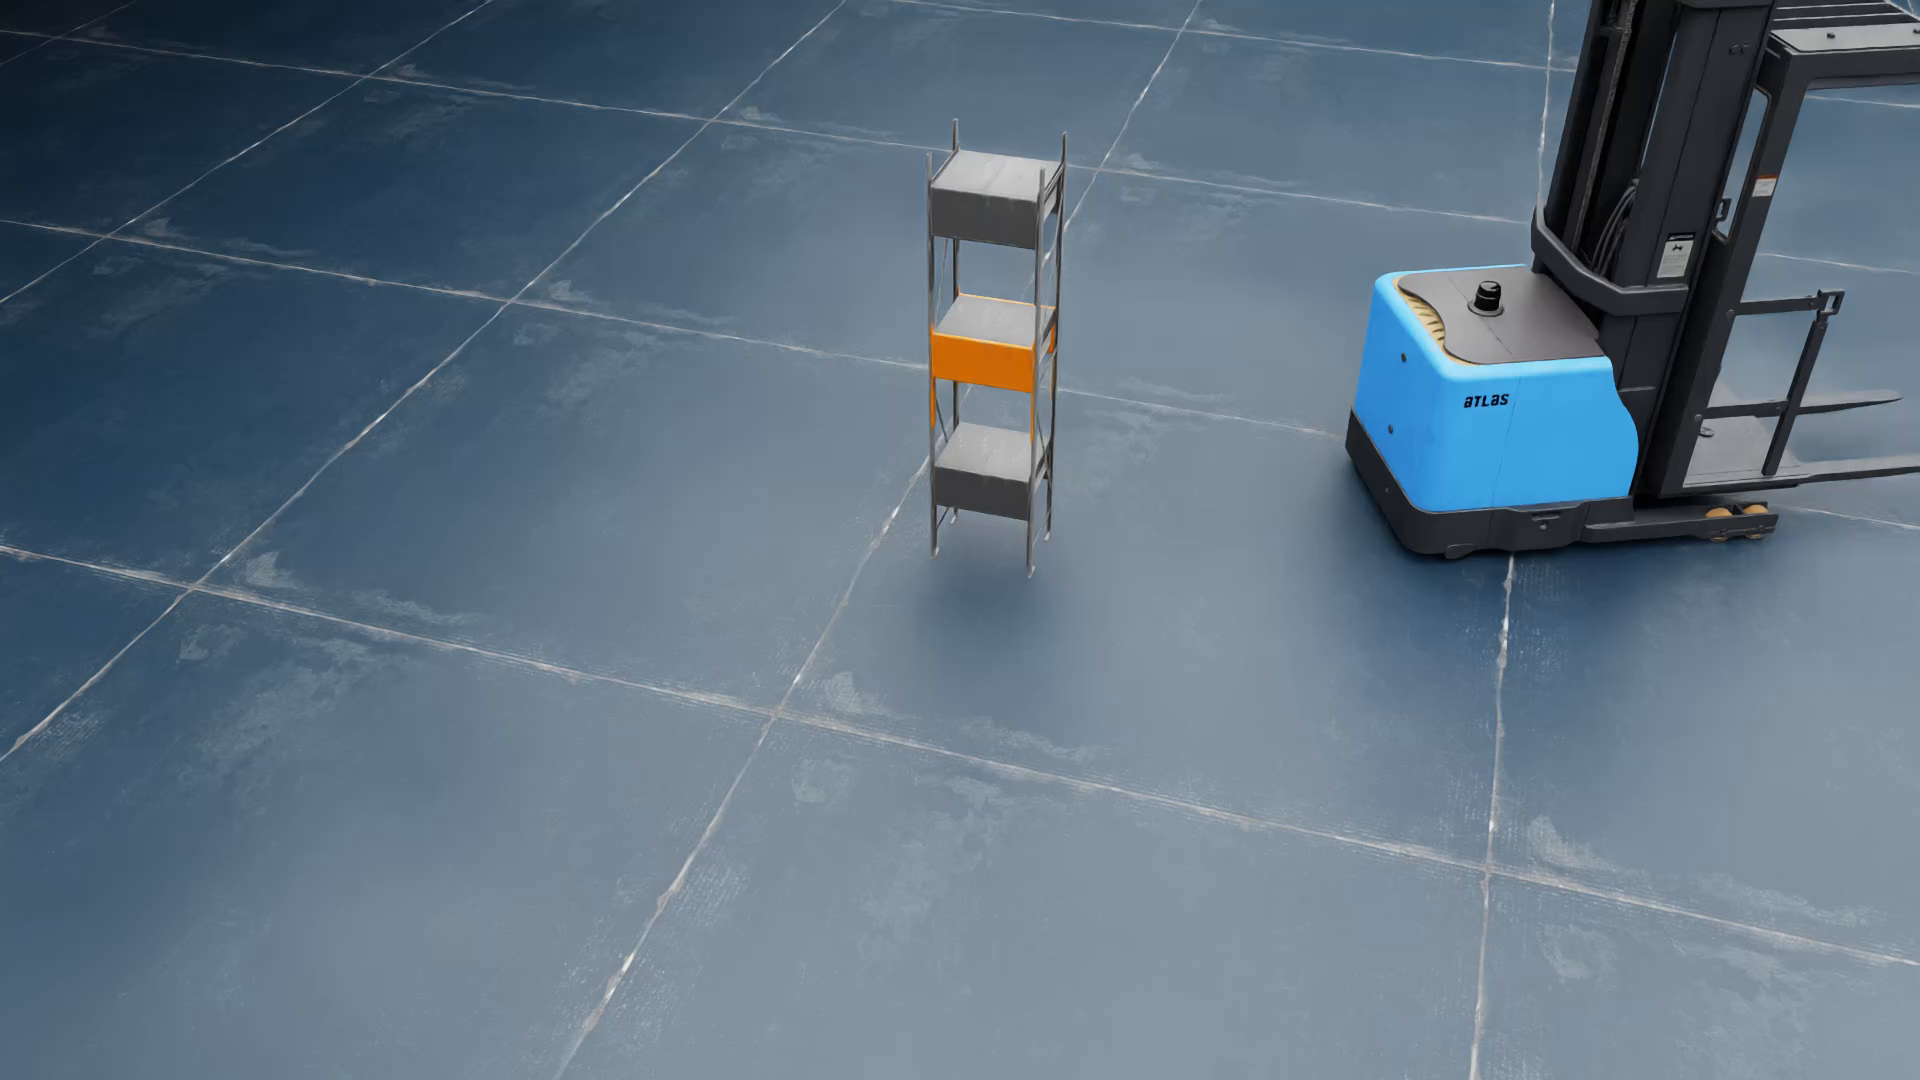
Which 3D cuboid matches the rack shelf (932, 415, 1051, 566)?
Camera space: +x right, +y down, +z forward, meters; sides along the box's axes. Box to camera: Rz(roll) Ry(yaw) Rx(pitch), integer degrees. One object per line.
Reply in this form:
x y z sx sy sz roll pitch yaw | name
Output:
0.158 -0.242 8.011 0.480 0.518 0.431 10 38 14 | rack shelf

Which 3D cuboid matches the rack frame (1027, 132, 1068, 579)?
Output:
0.391 -0.773 7.529 0.015 2.100 0.400 10 38 14 | rack frame

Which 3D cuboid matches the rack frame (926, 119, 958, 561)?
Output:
-0.075 -0.860 7.646 0.015 2.100 0.400 10 38 14 | rack frame

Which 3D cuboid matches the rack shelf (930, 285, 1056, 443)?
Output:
0.158 -0.805 7.596 0.480 0.518 0.431 10 38 14 | rack shelf

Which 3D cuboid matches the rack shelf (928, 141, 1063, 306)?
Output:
0.158 -1.369 7.181 0.480 0.518 0.431 10 38 14 | rack shelf

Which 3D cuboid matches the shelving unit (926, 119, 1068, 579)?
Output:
0.158 -0.816 7.588 0.503 2.100 0.431 10 38 14 | shelving unit

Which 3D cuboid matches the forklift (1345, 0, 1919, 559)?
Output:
3.595 -1.479 7.787 3.031 2.935 1.130 -5 37 -6 | forklift
